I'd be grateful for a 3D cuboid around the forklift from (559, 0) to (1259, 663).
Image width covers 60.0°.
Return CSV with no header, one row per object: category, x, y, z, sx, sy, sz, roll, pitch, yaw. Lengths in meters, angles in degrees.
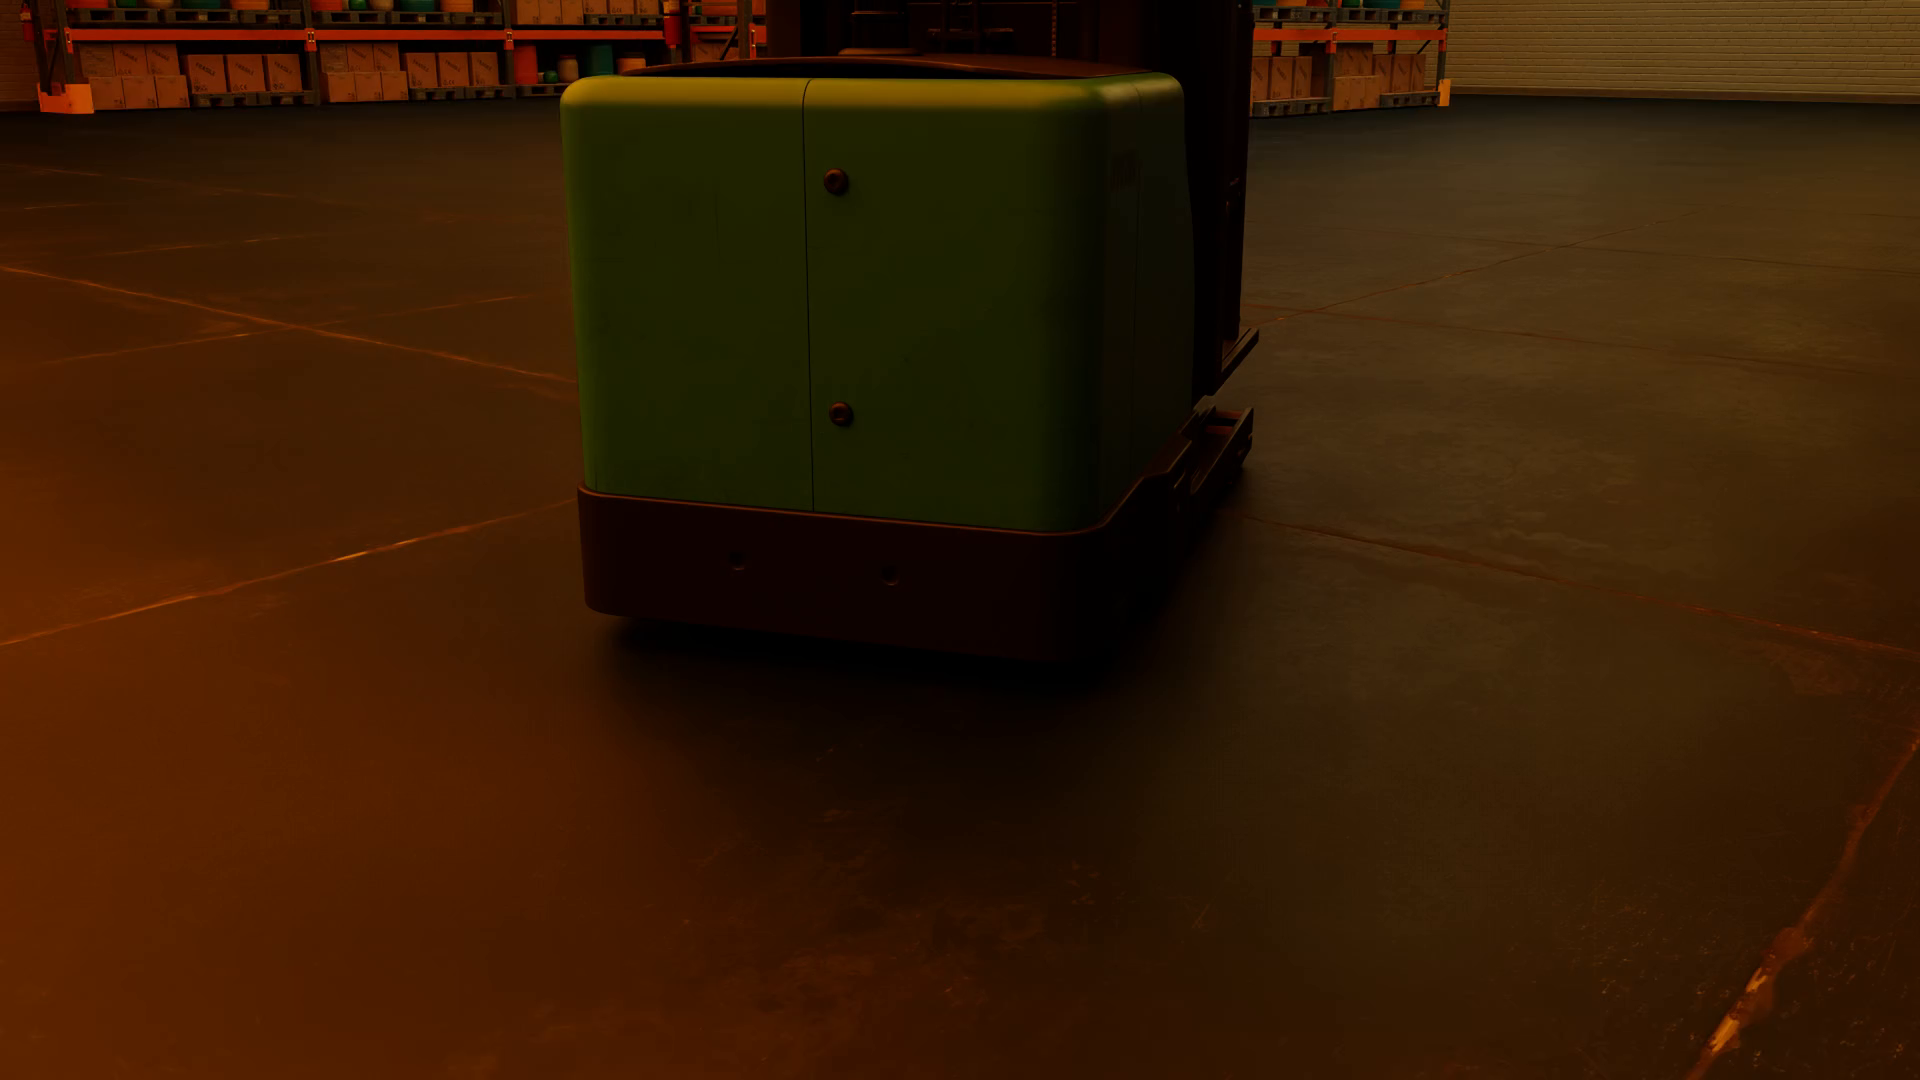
forklift,0.182,-1.571,4.072,1.130,2.935,3.031,5,18,17
